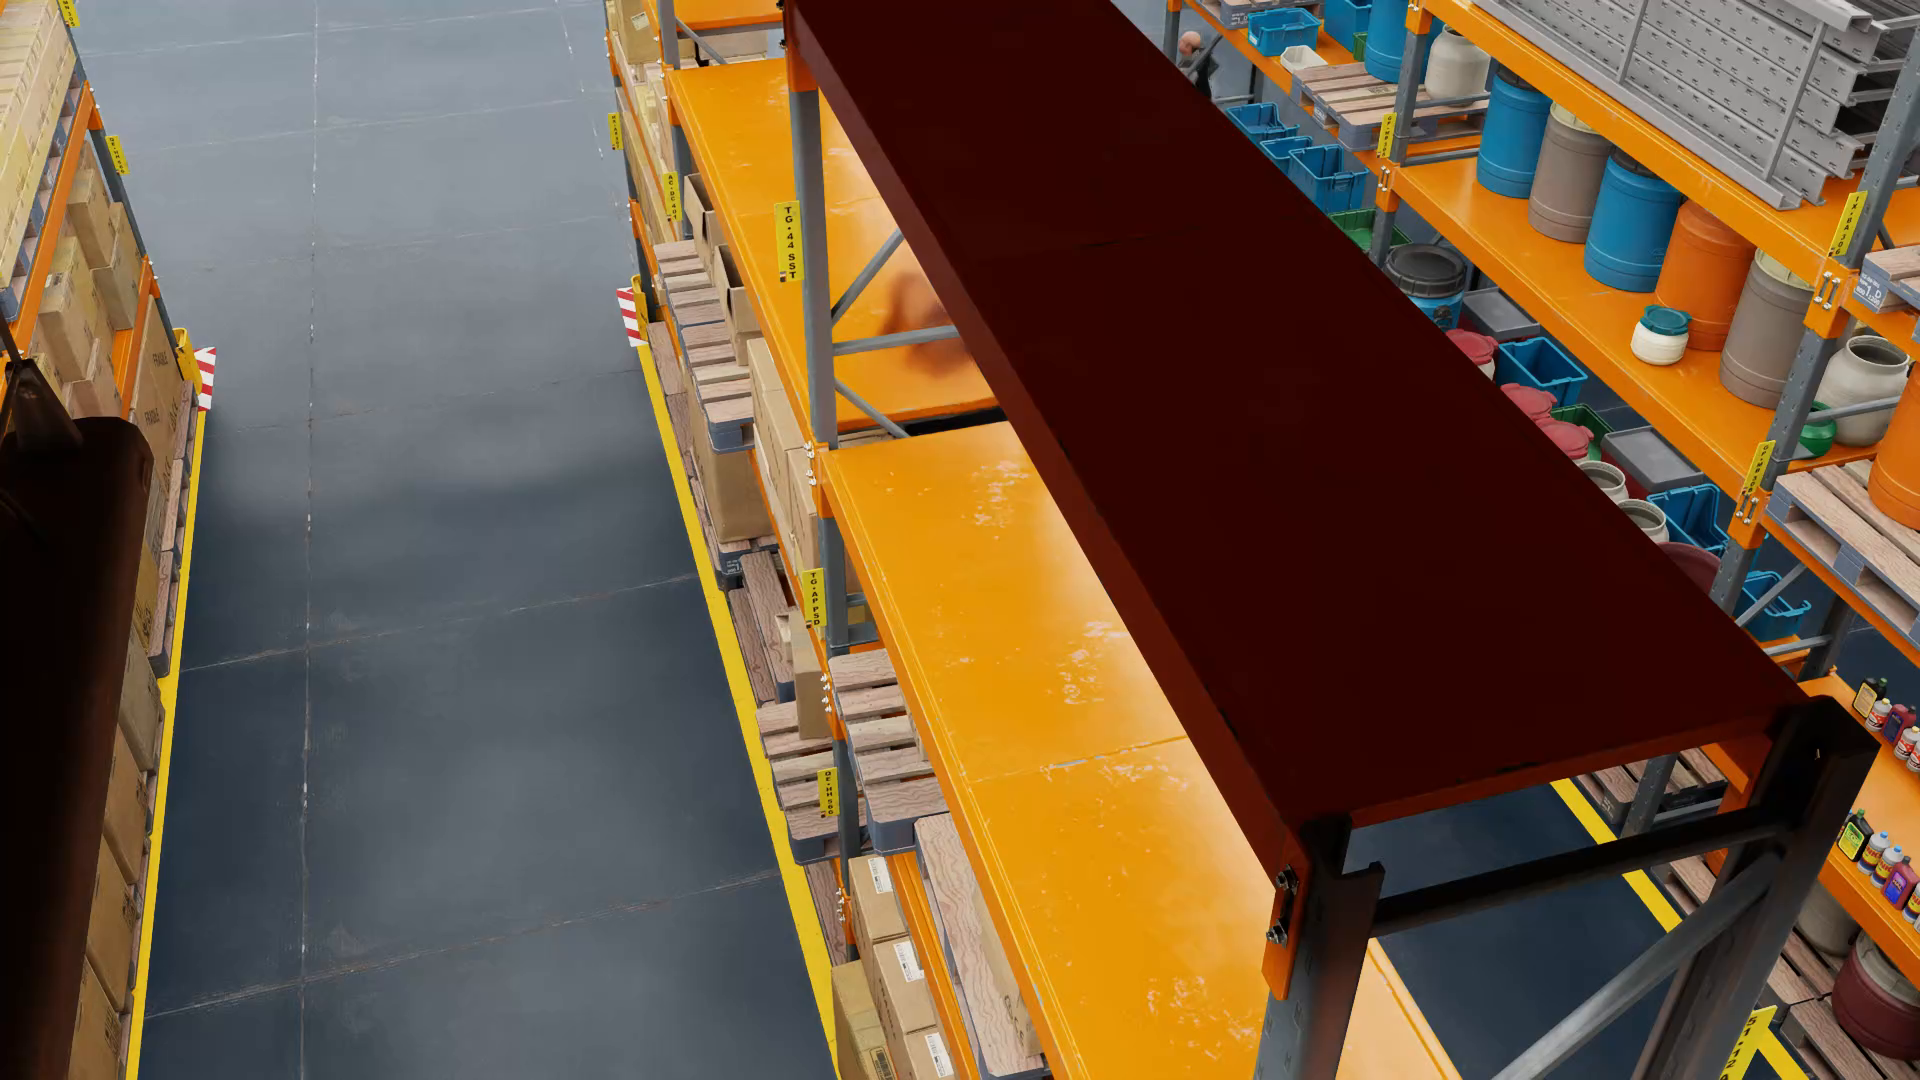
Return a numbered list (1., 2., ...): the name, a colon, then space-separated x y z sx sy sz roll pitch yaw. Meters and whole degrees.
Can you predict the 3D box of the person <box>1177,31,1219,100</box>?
1. person: 2.402 -4.484 17.164 0.571 1.635 0.714 16 41 19
